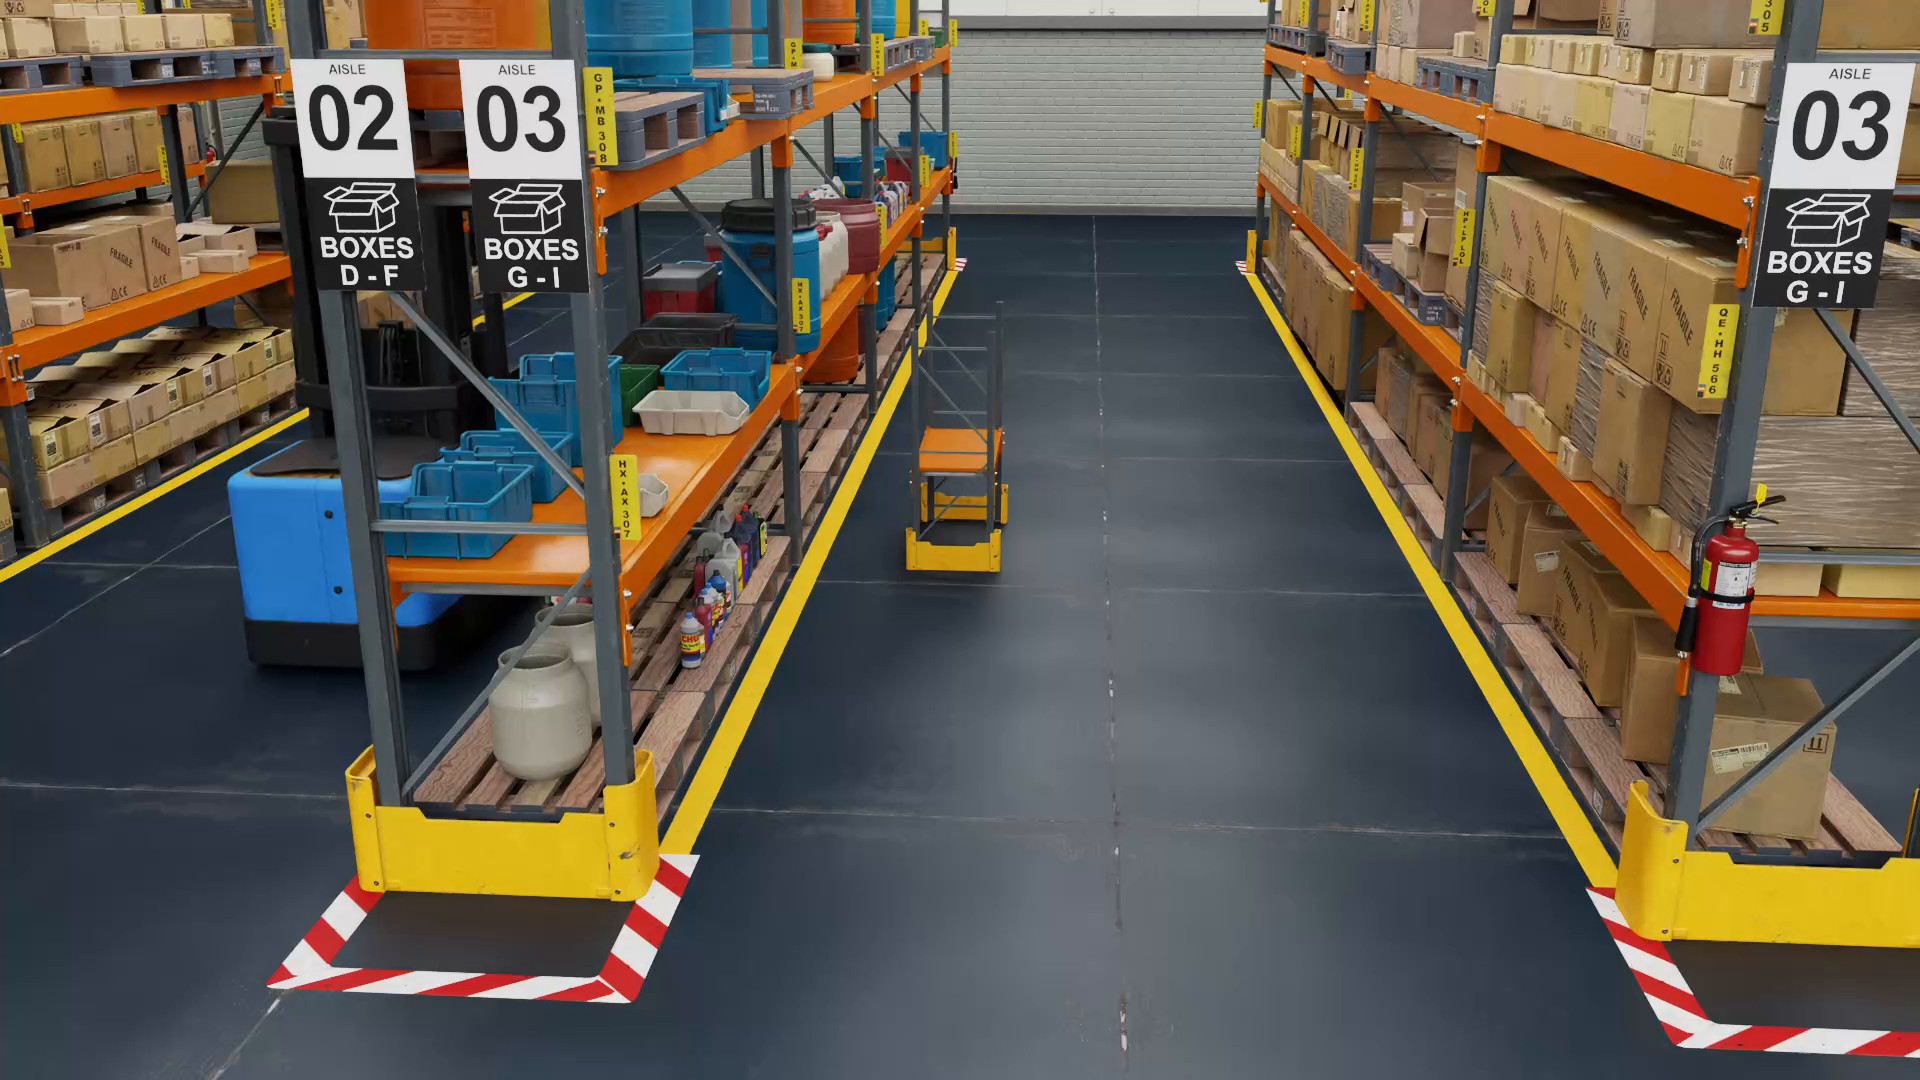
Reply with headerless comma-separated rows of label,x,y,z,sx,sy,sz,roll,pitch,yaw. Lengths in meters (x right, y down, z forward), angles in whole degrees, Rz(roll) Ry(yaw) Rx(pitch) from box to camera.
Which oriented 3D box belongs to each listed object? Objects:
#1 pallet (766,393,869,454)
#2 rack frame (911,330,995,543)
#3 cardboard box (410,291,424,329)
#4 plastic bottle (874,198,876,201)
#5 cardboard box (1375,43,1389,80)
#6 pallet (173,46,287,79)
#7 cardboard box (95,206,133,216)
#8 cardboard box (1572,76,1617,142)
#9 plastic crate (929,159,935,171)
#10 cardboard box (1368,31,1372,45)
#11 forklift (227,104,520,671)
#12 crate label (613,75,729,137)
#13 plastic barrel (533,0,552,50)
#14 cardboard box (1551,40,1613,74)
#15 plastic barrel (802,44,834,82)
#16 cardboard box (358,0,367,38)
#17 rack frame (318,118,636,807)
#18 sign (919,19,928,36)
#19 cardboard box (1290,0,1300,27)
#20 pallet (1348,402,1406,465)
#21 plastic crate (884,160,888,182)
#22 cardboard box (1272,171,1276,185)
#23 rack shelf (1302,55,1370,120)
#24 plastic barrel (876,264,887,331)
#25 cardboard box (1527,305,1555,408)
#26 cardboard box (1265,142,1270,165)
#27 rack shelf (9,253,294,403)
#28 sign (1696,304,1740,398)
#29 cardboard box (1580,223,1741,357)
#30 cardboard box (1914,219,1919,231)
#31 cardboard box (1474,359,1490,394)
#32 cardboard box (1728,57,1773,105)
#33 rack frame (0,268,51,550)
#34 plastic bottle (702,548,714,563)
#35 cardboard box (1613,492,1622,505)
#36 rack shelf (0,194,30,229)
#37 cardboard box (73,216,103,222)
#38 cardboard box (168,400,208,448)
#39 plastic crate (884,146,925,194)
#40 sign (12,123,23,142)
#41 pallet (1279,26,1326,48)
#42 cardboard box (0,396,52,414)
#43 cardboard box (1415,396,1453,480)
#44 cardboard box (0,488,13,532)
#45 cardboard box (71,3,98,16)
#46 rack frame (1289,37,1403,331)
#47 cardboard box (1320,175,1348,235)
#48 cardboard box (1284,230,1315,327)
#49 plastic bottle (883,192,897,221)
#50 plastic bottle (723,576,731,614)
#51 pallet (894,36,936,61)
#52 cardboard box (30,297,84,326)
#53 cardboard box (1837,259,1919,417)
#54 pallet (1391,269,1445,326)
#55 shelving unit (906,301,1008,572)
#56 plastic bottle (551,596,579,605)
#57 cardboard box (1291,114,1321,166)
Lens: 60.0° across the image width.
pallet,-1.304,-0.959,13.509,1.003,0.211,1.213,1,18,4
rack frame,-0.043,-0.528,10.127,0.500,1.500,0.032,1,18,4
cardboard box,-5.693,-2.430,16.829,0.500,0.500,0.500,2,18,5
plastic bottle,-0.844,-3.188,16.042,0.097,0.271,0.097,0,18,0
cardboard box,3.443,-3.627,12.597,0.500,0.250,0.500,2,18,5
pallet,-6.110,-3.758,13.061,1.213,0.211,1.003,2,18,6
cardboard box,-10.713,-4.138,21.032,0.380,0.149,0.250,1,18,4
cardboard box,3.047,-1.908,7.353,0.500,0.250,0.500,1,18,3
plastic crate,-0.514,-4.654,20.636,0.396,0.136,0.243,1,18,4
cardboard box,3.702,-4.278,13.504,0.797,0.503,0.637,2,18,7
forklift,-3.080,-1.130,9.665,1.130,2.935,3.031,2,18,6
crate label,-1.320,-1.967,7.532,0.502,0.251,0.408,1,18,4
plastic barrel,-1.829,-2.110,6.751,0.600,0.588,0.600,0,18,0
cardboard box,3.040,-2.294,7.890,0.380,0.149,0.250,1,18,3
plastic barrel,-1.068,-3.483,12.140,0.301,0.262,0.301,0,18,0
cardboard box,-5.998,-5.235,16.268,0.600,0.600,0.600,1,18,3
rack frame,-1.784,-0.039,6.224,1.000,3.000,0.127,1,18,4
sign,-0.375,-5.182,17.090,0.100,0.325,0.005,1,18,4
cardboard box,4.170,-6.121,18.973,0.700,0.500,0.500,0,18,0
pallet,3.673,-0.845,13.163,1.003,0.211,1.213,1,18,4
plastic crate,-0.630,-4.208,19.042,0.437,0.282,0.530,1,18,4
cardboard box,3.840,-4.197,19.319,0.380,0.149,0.250,1,18,3
rack shelf,3.874,-4.118,15.010,1.077,0.370,4.000,1,18,4
plastic barrel,-1.030,-2.580,16.674,0.600,0.901,0.708,1,18,4
cardboard box,3.343,-0.909,8.241,0.875,0.500,0.500,1,18,4
cardboard box,3.969,-4.663,20.099,0.500,0.250,0.500,1,18,3
rack shelf,-6.294,-1.672,12.364,1.077,0.370,4.000,1,18,4
sign,2.604,-0.647,5.714,0.100,0.325,0.005,1,18,4
cardboard box,3.018,-1.079,7.155,0.500,0.500,0.500,1,18,4
cardboard box,8.285,-2.671,13.987,0.380,0.149,0.250,2,18,5
cardboard box,3.097,-0.914,9.298,0.380,0.149,0.250,1,18,4
cardboard box,2.865,-1.565,5.665,0.380,0.149,0.250,1,18,4
rack frame,-6.437,-1.393,10.356,1.000,3.000,0.127,1,18,4
plastic bottle,-1.397,0.173,9.234,0.061,0.283,0.133,1,18,4
cardboard box,3.049,-0.212,7.157,0.380,0.149,0.250,1,18,4
rack shelf,-10.948,-3.024,16.489,1.077,0.370,4.000,1,18,4
cardboard box,-10.405,-3.801,20.005,0.380,0.149,0.250,1,18,2
cardboard box,-6.051,-0.883,12.542,0.500,0.250,0.500,2,18,5
plastic crate,-0.609,-4.096,18.408,0.402,0.464,0.583,1,18,4
sign,-10.263,-4.490,18.077,0.100,0.325,0.005,1,18,4
pallet,4.176,-5.670,18.735,1.003,0.211,1.213,1,18,4
cardboard box,-6.663,-0.846,11.529,0.500,0.311,0.500,2,18,5
cardboard box,3.602,-0.703,11.560,0.700,0.500,0.500,0,18,-1
cardboard box,-6.252,-0.137,10.265,0.500,0.250,0.500,1,18,4
cardboard box,-10.412,-6.114,19.354,0.500,0.250,0.500,1,18,2
rack frame,4.017,-3.655,17.261,1.000,3.000,0.127,1,18,4
cardboard box,3.631,-3.093,15.385,0.500,0.500,0.500,2,18,5
cardboard box,3.991,-2.646,16.918,1.225,0.875,0.875,1,18,4
plastic bottle,-0.701,-3.265,16.270,0.152,0.276,0.135,1,18,4
plastic bottle,-1.289,0.294,8.997,0.097,0.201,0.097,0,18,0
pallet,-0.882,-4.856,16.411,1.213,0.211,1.003,1,18,4
cardboard box,-6.170,-1.544,11.221,0.380,0.149,0.250,1,18,4
cardboard box,3.468,-0.757,6.172,0.500,0.500,0.500,1,18,4
pallet,3.629,-1.706,11.620,1.003,0.211,1.213,1,18,4
shelving unit,-0.005,-0.689,10.617,0.587,1.500,1.083,1,18,4
plastic bottle,-2.044,0.389,8.587,0.152,0.276,0.135,1,18,4
cardboard box,3.783,-4.230,17.575,0.500,0.500,0.500,2,18,5
